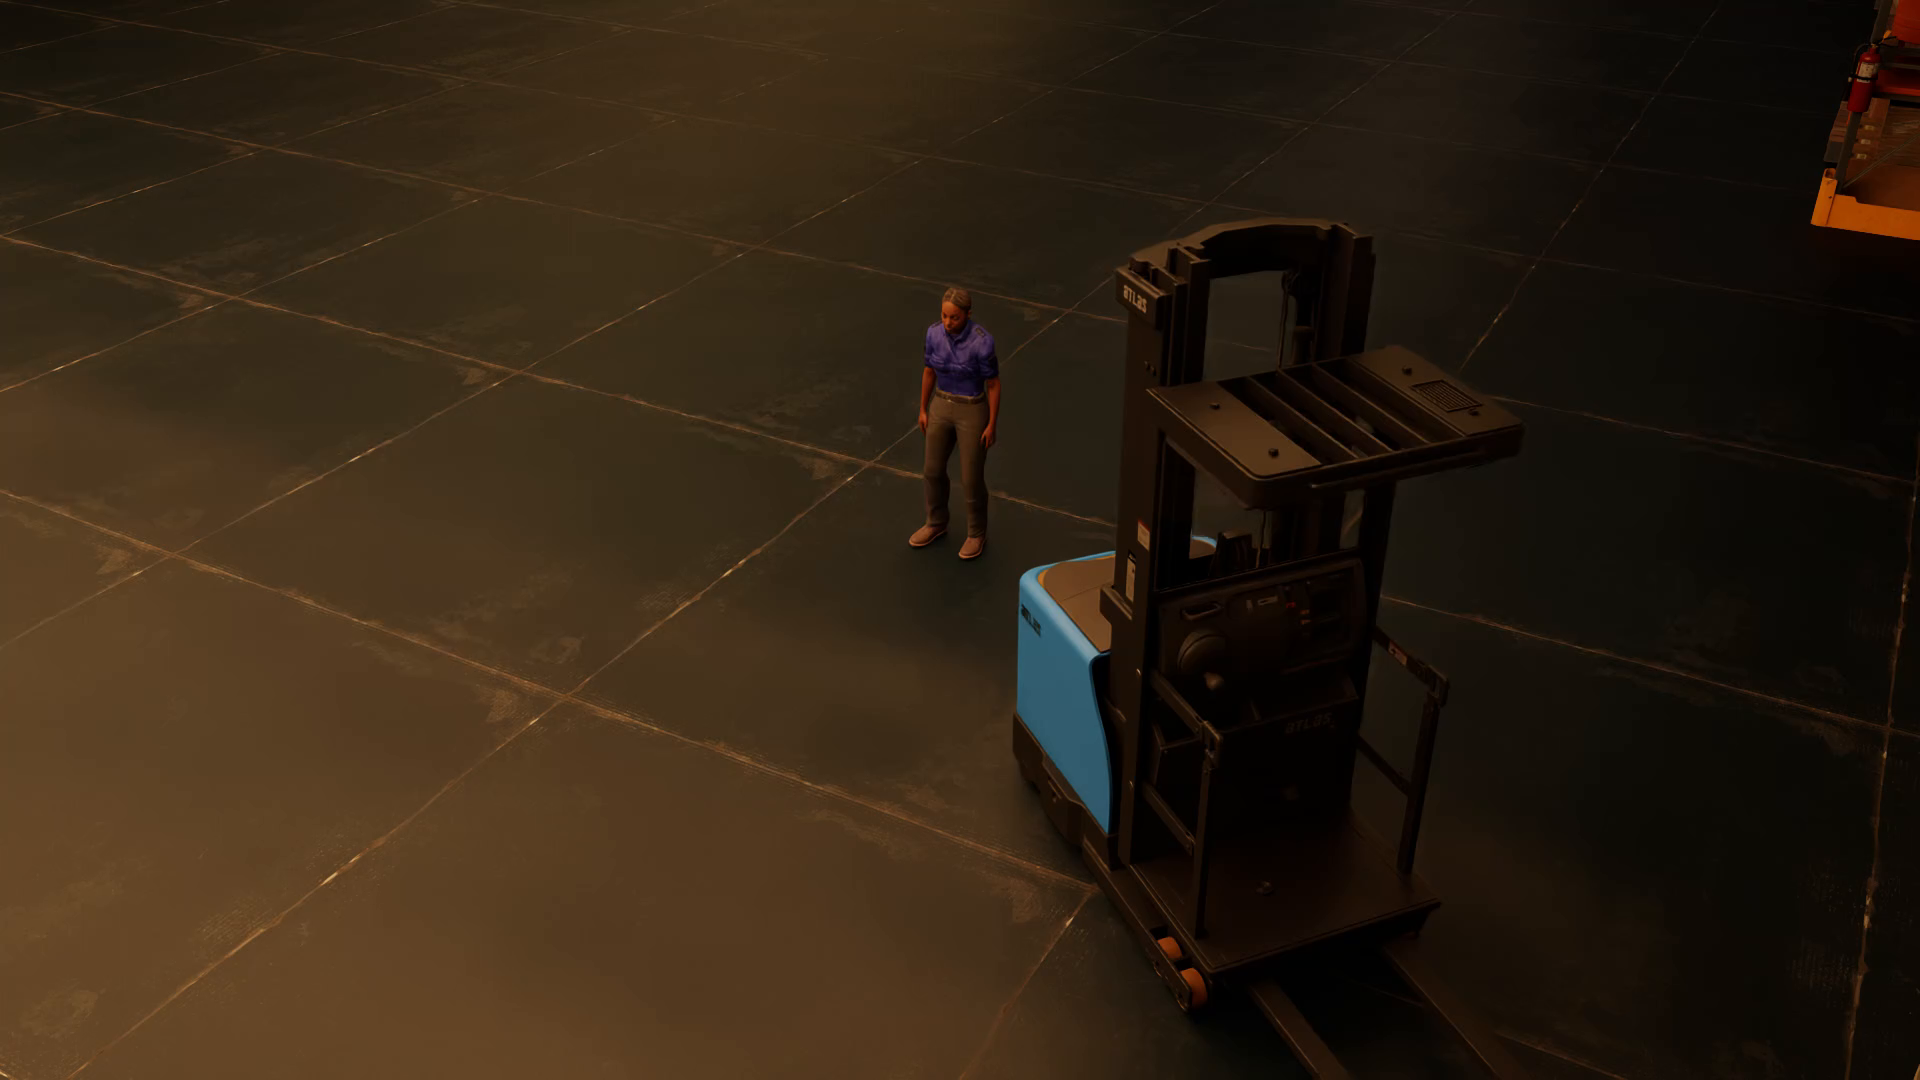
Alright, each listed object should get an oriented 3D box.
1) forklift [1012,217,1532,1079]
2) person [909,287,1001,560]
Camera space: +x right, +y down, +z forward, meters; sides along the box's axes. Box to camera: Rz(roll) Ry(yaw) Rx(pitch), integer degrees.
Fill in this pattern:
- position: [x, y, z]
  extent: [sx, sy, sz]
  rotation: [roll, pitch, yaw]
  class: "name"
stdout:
- position: [1.284, 0.386, 6.402]
  extent: [1.130, 2.935, 3.031]
  rotation: [-12, 32, -19]
  class: "forklift"
- position: [-0.019, -0.698, 9.560]
  extent: [0.513, 1.654, 0.349]
  rotation: [14, 33, 23]
  class: "person"
